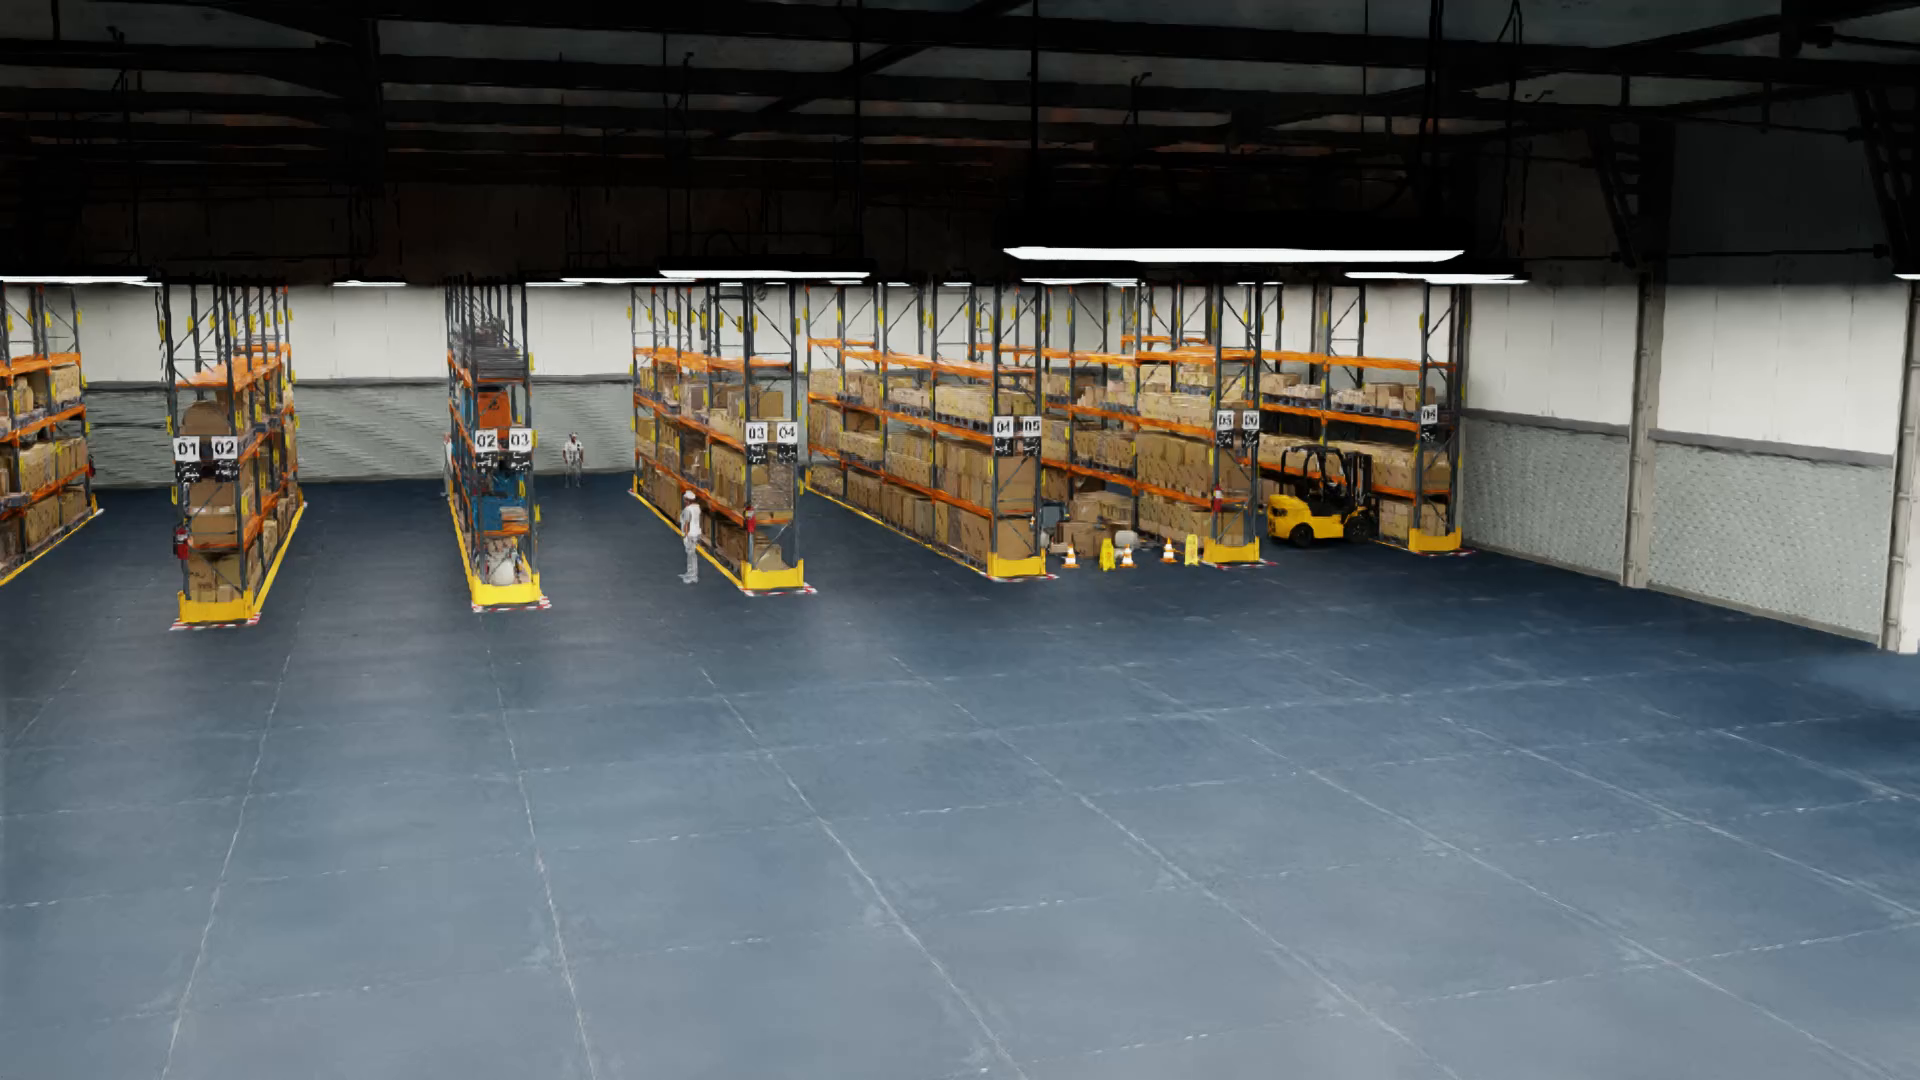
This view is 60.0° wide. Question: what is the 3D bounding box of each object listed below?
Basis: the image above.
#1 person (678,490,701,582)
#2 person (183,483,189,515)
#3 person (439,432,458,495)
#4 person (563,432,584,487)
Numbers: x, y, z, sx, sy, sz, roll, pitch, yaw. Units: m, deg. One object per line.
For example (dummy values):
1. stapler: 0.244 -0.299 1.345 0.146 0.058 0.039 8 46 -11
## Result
1. person: -5.345 -0.089 32.658 0.493 1.785 0.616 2 9 11
2. person: -19.693 -1.552 42.262 0.392 1.789 0.643 -6 10 -32
3. person: -14.170 -2.040 46.376 0.628 1.582 0.628 7 11 37
4. person: -11.184 -2.323 48.105 0.592 1.625 0.532 -3 9 -20
